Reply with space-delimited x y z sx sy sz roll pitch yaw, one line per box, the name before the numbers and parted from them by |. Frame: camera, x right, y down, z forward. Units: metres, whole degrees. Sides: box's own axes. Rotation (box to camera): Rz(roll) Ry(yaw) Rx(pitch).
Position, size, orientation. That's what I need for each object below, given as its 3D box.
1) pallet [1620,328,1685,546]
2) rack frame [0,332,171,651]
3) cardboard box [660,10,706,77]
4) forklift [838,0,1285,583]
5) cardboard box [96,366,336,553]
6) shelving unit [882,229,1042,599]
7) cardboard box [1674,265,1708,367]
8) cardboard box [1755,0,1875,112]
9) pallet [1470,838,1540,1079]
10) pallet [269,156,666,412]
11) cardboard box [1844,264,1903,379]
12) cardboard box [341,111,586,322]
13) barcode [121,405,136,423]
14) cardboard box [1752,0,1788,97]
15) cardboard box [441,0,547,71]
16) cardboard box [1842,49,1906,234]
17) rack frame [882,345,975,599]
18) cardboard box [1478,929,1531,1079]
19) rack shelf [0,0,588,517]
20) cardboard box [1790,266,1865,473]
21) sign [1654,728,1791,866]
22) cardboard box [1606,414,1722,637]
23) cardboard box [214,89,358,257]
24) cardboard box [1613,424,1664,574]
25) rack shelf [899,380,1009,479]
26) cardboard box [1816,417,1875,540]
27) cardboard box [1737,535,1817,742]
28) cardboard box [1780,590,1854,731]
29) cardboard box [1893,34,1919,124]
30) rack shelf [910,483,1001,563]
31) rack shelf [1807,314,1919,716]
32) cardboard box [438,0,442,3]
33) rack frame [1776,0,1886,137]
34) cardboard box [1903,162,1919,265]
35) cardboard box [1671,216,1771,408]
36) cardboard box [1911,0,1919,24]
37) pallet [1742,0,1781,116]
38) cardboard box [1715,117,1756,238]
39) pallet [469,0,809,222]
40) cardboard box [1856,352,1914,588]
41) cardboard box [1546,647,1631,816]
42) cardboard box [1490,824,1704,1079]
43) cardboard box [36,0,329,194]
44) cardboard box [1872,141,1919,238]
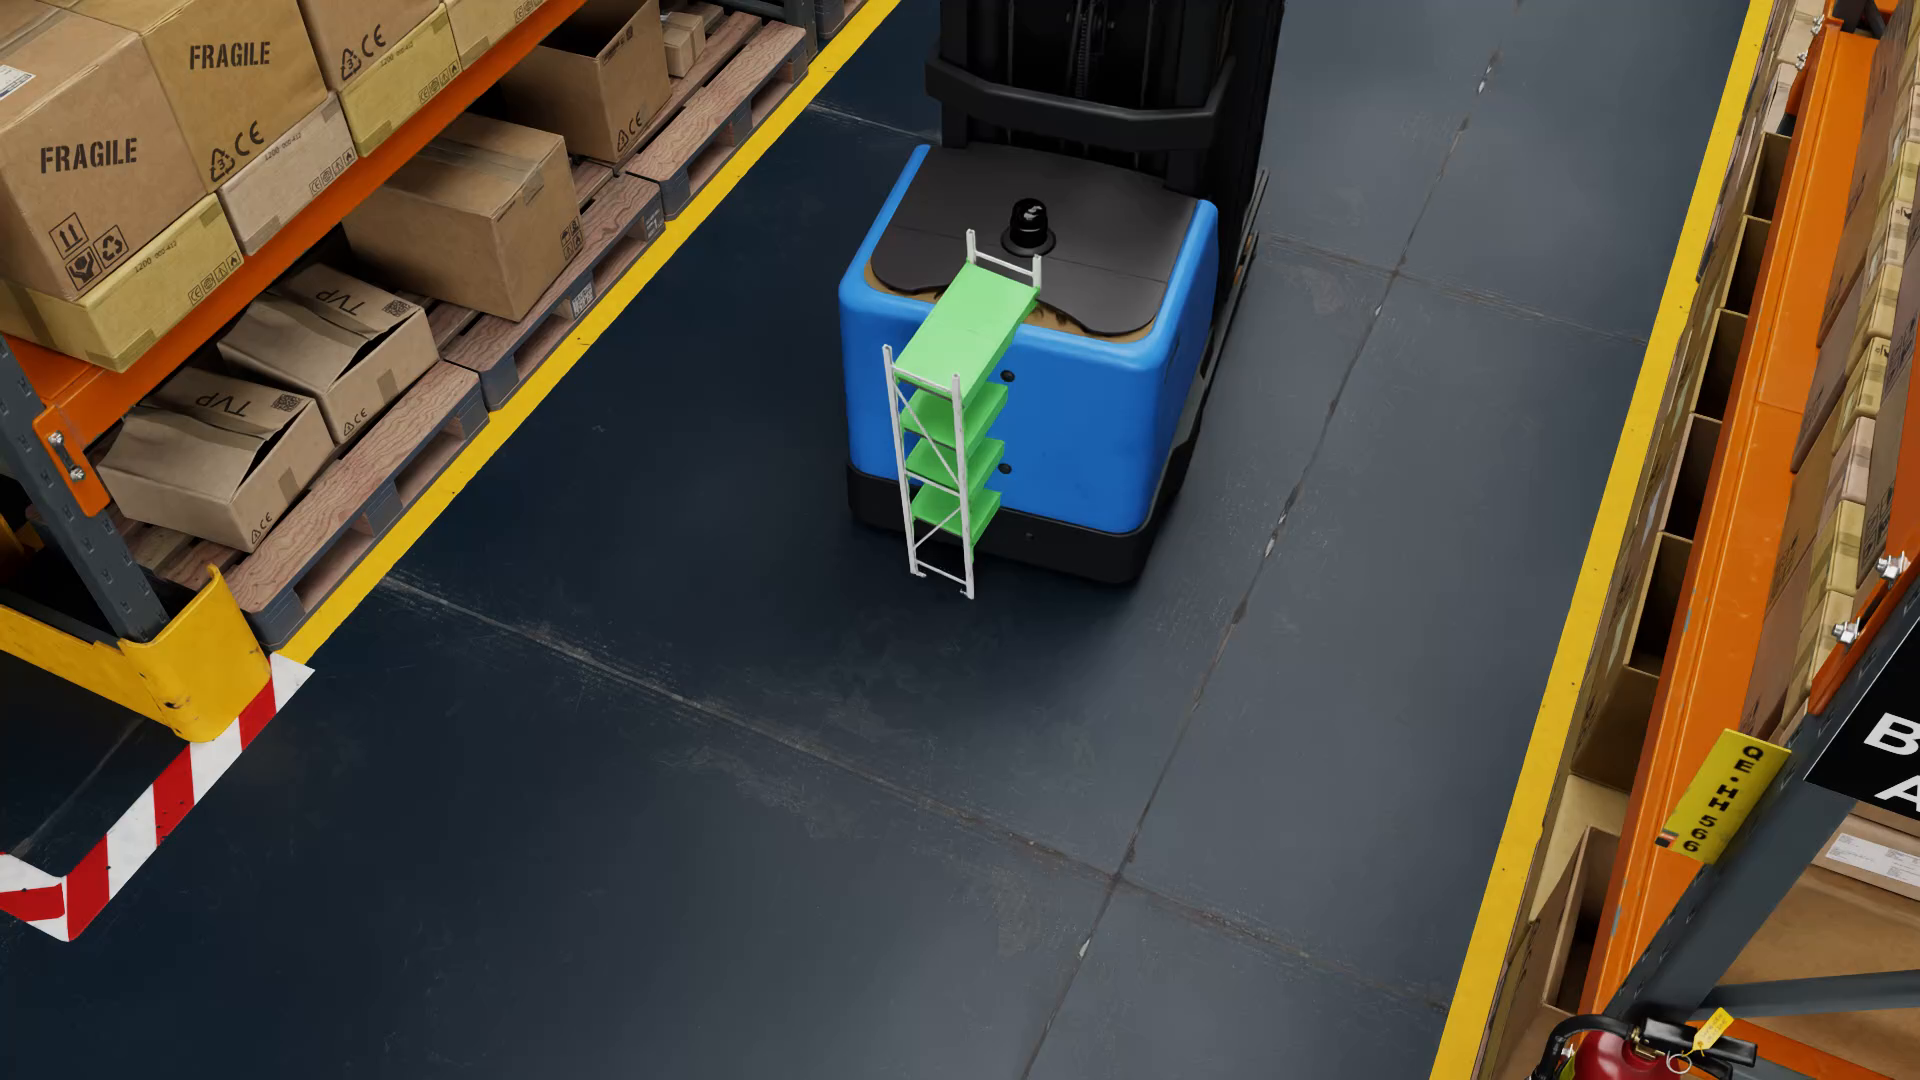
pallet | 2.973 -0.283 5.852 1.003 0.211 1.213 20 52 16
rack frame | -2.839 -0.575 4.270 1.000 3.000 0.127 20 52 16
cardboard box | -1.331 -2.176 7.203 0.380 0.166 0.250 14 51 11
forklift | 0.554 -1.958 5.492 1.130 2.935 3.031 14 51 12
cardboard box | -2.462 -0.293 5.507 0.500 0.311 0.500 14 51 12
shelving unit | 0.034 -0.354 5.232 0.258 1.200 0.503 24 62 17
cardboard box | 2.878 -0.745 5.944 0.500 0.250 0.500 20 52 16
cardboard box | 3.481 -1.879 6.541 0.500 0.311 0.500 21 53 17
pallet | 1.931 1.398 4.422 1.003 0.211 1.213 20 52 16
pallet | -1.905 -1.109 6.555 1.003 0.211 1.213 20 52 16
cardboard box | 2.185 -0.426 3.651 0.380 0.149 0.250 21 53 17
cardboard box | -1.860 -1.236 6.185 0.700 0.500 0.500 17 52 14
barcode | -2.816 -0.439 5.625 0.001 0.075 0.075 20 52 16
cardboard box | 3.702 -2.045 7.050 0.500 0.250 0.500 21 53 17
cardboard box | -1.693 -1.824 5.418 0.500 0.250 0.500 20 53 16
cardboard box | 2.947 -1.080 4.633 0.700 0.500 0.500 19 52 16
rack frame | -0.084 -0.172 5.121 0.240 1.200 0.015 24 62 17
cardboard box | 1.604 1.324 4.184 0.500 0.250 0.500 20 52 16
rack shelf | -1.984 -1.719 5.716 1.077 0.370 4.000 20 52 16
cardboard box | 2.512 -0.382 4.040 0.700 0.500 0.500 21 53 17
sign | 1.157 0.396 2.528 0.100 0.325 0.005 20 52 16
cardboard box | 2.231 0.043 4.781 0.500 0.500 0.500 20 52 16
cardboard box | -2.134 -1.128 4.825 0.500 0.250 0.500 18 52 15
cardboard box | 2.442 -0.059 5.361 0.500 0.250 0.500 20 52 16
rack shelf | 0.027 -0.449 5.084 0.258 0.148 0.480 24 62 17
cardboard box | 1.962 -0.063 3.342 0.380 0.149 0.250 20 53 17
cardboard box | 2.073 0.321 3.441 0.700 0.500 0.500 21 53 17
cardboard box | 1.743 0.286 3.046 0.380 0.149 0.250 21 53 17
cardboard box | 2.625 -1.137 4.256 0.380 0.149 0.250 18 52 15
rack shelf | 0.047 -0.190 5.488 0.258 0.148 0.480 24 62 17
rack shelf | 2.496 -1.082 3.204 1.077 0.370 4.000 20 52 16
cardboard box | -1.707 -2.057 5.124 0.500 0.500 0.500 21 53 17
rack frame | 3.351 -1.720 5.244 1.000 3.000 0.127 20 52 16
cardboard box | 2.524 -0.829 3.568 0.700 0.500 0.500 20 52 16
cardboard box | 2.663 -0.644 5.366 0.500 0.500 0.500 20 52 16
cardboard box | 2.845 -1.490 4.556 0.380 0.149 0.250 19 52 15
pallet | 4.150 -2.180 7.466 1.003 0.211 1.213 20 52 16
cardboard box | 3.266 -1.345 6.455 0.500 0.250 0.500 19 52 16
pallet | -1.385 -1.952 7.272 1.003 0.211 1.213 20 52 16
cardboard box | 2.095 -0.136 2.979 0.700 0.500 0.500 19 52 15
cardboard box | 2.018 0.631 4.773 0.500 0.250 0.500 20 52 16
cardboard box | 1.602 1.080 3.899 0.500 0.500 0.500 20 52 16
cardboard box | -2.143 -1.344 4.517 0.500 0.500 0.500 20 52 16
cardboard box | 2.402 -0.773 3.947 0.380 0.149 0.250 19 52 16
